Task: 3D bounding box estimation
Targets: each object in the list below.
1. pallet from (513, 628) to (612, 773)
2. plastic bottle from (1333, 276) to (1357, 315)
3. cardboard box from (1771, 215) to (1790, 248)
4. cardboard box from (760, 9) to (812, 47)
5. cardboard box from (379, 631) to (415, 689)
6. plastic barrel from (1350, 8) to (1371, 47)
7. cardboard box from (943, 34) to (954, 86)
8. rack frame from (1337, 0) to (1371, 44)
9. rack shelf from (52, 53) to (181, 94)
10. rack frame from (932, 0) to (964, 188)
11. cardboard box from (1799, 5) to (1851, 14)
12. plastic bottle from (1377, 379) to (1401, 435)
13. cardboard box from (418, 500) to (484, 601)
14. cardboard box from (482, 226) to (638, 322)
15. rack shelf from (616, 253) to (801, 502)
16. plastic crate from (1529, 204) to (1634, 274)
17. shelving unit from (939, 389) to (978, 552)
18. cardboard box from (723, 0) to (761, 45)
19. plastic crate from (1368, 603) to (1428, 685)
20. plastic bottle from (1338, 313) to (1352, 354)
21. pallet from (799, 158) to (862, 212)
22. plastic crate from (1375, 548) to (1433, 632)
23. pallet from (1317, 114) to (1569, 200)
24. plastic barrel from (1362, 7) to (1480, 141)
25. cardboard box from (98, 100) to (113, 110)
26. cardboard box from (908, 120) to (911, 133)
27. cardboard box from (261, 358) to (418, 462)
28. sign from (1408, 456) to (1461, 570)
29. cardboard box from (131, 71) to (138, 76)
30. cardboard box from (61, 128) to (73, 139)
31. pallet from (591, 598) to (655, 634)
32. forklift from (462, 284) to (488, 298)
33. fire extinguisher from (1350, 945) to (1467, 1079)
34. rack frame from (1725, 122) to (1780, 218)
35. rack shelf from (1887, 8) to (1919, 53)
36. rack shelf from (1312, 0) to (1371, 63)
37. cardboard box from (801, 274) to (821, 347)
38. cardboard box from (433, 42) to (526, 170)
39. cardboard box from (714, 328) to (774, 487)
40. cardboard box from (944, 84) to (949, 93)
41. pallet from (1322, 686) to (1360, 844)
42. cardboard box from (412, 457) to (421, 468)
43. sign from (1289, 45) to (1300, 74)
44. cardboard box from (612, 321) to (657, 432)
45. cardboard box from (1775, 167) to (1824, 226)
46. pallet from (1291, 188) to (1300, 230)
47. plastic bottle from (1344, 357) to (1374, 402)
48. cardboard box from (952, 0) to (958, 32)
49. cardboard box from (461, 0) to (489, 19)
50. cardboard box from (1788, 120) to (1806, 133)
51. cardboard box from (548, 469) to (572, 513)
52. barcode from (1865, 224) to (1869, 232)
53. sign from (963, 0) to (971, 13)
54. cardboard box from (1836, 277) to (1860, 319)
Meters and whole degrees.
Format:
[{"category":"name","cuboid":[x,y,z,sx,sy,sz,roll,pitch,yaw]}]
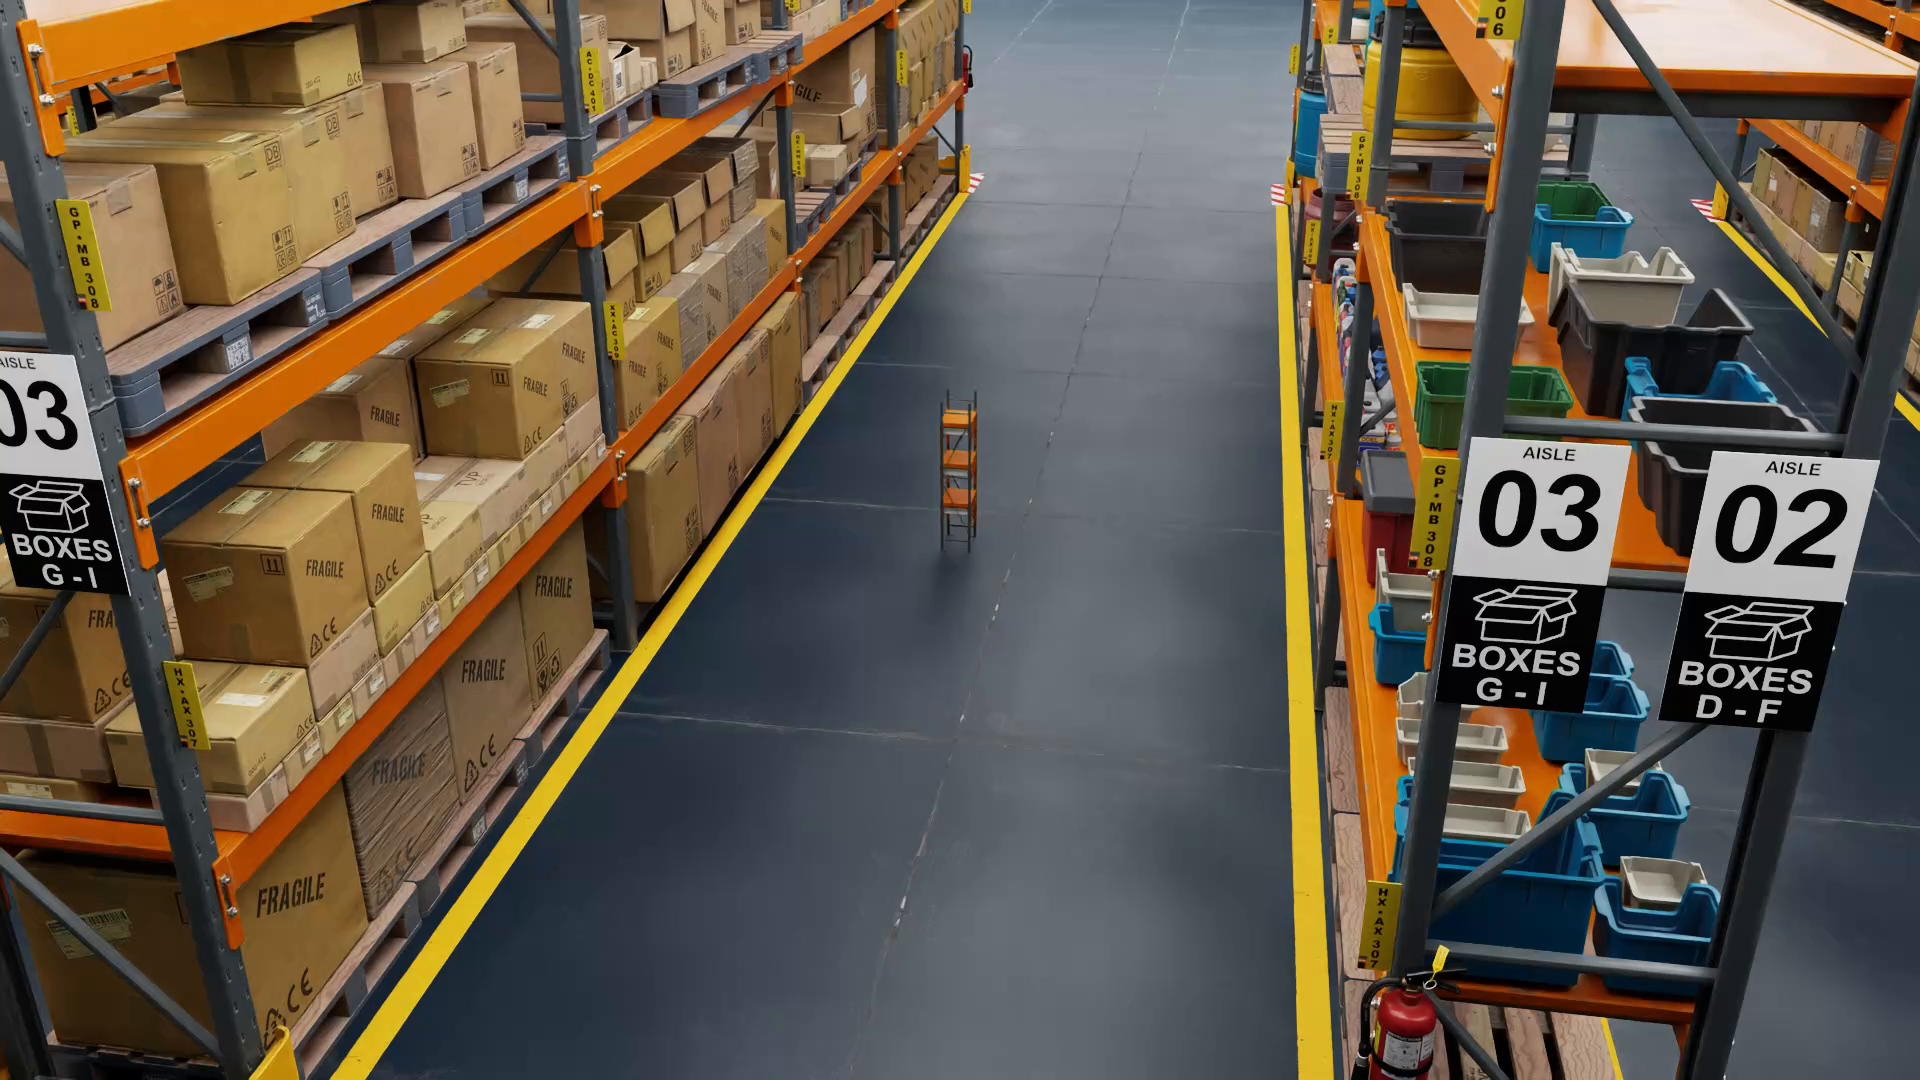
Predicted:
[{"category":"pallet","cuboid":[-2.622,0.833,9.222,1.003,0.211,1.213,4,25,9]},{"category":"plastic bottle","cuboid":[2.655,-1.664,11.413,0.152,0.276,0.135,4,25,9]},{"category":"cardboard box","cuboid":[8.760,-3.182,17.259,0.500,0.250,0.500,4,25,9]},{"category":"cardboard box","cuboid":[-1.439,-3.885,12.651,0.500,0.250,0.500,4,25,9]},{"category":"cardboard box","cuboid":[-2.524,0.489,6.964,0.380,0.149,0.250,4,25,7]},{"category":"plastic barrel","cuboid":[3.097,-3.916,12.704,0.301,0.262,0.301,0,25,0]},{"category":"cardboard box","cuboid":[-0.539,-5.496,18.984,0.875,0.500,0.500,4,25,9]},{"category":"rack frame","cuboid":[3.120,-4.790,10.868,1.000,3.000,0.127,4,25,9]},{"category":"rack shelf","cuboid":[-6.970,-2.998,11.426,1.077,0.370,4.000,4,25,9]},{"category":"rack frame","cuboid":[-0.459,-5.762,20.021,1.000,3.000,0.127,4,25,9]},{"category":"cardboard box","cuboid":[9.135,-5.270,17.321,0.700,0.500,0.500,3,25,7]},{"category":"plastic bottle","cuboid":[2.436,-0.774,9.424,0.144,0.351,0.185,4,25,9]},{"category":"cardboard box","cuboid":[-2.485,0.035,7.463,0.500,0.250,0.500,4,25,7]},{"category":"cardboard box","cuboid":[-2.324,-1.510,9.636,0.797,0.503,0.637,3,25,7]},{"category":"rack shelf","cuboid":[-2.093,-1.253,11.238,1.077,0.370,4.000,4,25,9]},{"category":"plastic crate","cuboid":[2.632,-1.279,7.104,0.416,0.233,0.300,4,25,9]},{"category":"shelving unit","cuboid":[-0.009,-0.453,10.980,0.215,1.050,0.252,4,25,9]},{"category":"cardboard box","cuboid":[-1.795,-3.751,11.570,0.797,0.503,0.637,6,26,12]},{"category":"plastic crate","cuboid":[1.895,0.445,6.887,0.416,0.233,0.300,4,25,9]},{"category":"plastic bottle","cuboid":[2.496,-1.326,10.696,0.097,0.271,0.097,0,25,0]},{"category":"pallet","cuboid":[-1.483,-3.160,14.688,1.003,0.211,1.213,4,25,9]},{"category":"plastic crate","cuboid":[2.035,0.253,7.241,0.437,0.282,0.530,4,25,9]},{"category":"pallet","cuboid":[2.498,-2.007,8.684,1.213,0.211,1.003,4,25,9]},{"category":"plastic barrel","cuboid":[2.415,-2.429,8.646,0.600,0.588,0.600,0,25,0]},{"category":"cardboard box","cuboid":[-10.192,-5.300,20.133,0.380,0.149,0.250,5,26,11]},{"category":"cardboard box","cuboid":[-0.714,-4.254,17.096,0.380,0.149,0.250,4,25,9]},{"category":"cardboard box","cuboid":[-2.919,-0.543,7.814,0.500,0.500,0.500,3,25,7]},{"category":"sign","cuboid":[1.267,-0.069,4.444,0.100,0.325,0.005,4,25,9]},{"category":"cardboard box","cuboid":[-10.274,-5.737,20.264,0.380,0.149,0.250,4,25,9]},{"category":"cardboard box","cuboid":[-10.451,-4.512,19.216,0.500,0.500,0.500,5,26,11]},{"category":"pallet","cuboid":[-2.368,0.192,10.590,1.003,0.211,1.213,4,25,9]},{"category":"forklift","cuboid":[-4.692,-2.449,13.025,3.031,2.935,1.130,21,32,38]},{"category":"fire extinguisher","cuboid":[1.339,1.509,5.019,0.296,0.674,0.183,4,25,9]},{"category":"rack frame","cuboid":[9.313,-5.074,18.551,1.000,3.000,0.127,4,25,9]},{"category":"rack shelf","cuboid":[8.333,-3.597,12.706,1.077,0.370,4.000,4,25,9]},{"category":"rack shelf","cuboid":[3.447,-3.942,13.443,1.077,0.370,4.000,4,25,9]},{"category":"cardboard box","cuboid":[-1.599,-1.997,14.408,0.700,0.500,0.500,2,25,4]},{"category":"cardboard box","cuboid":[-2.489,-2.051,7.823,0.700,0.500,0.500,3,25,5]},{"category":"cardboard box","cuboid":[-2.053,-0.984,11.825,1.225,0.875,0.875,4,25,9]},{"category":"cardboard box","cuboid":[-0.334,-5.302,19.334,0.380,0.149,0.250,4,25,9]},{"category":"pallet","cuboid":[2.384,1.174,8.494,1.003,0.211,1.213,4,25,9]},{"category":"cardboard box","cuboid":[-2.921,-0.206,7.979,0.500,0.250,0.500,5,25,10]},{"category":"sign","cuboid":[3.885,-5.584,19.314,0.100,0.325,0.005,4,25,9]},{"category":"cardboard box","cuboid":[-2.098,-0.963,9.651,0.500,0.500,0.500,4,25,9]},{"category":"cardboard box","cuboid":[8.759,-3.522,17.100,0.500,0.500,0.500,4,25,9]},{"category":"pallet","cuboid":[4.323,-3.781,19.079,1.003,0.211,1.213,4,25,9]},{"category":"plastic bottle","cuboid":[2.376,-0.951,9.889,0.152,0.276,0.135,4,25,9]},{"category":"cardboard box","cuboid":[-0.305,-6.147,19.196,0.500,0.500,0.500,4,25,9]},{"category":"cardboard box","cuboid":[-5.696,-5.638,18.306,0.875,0.550,0.550,4,25,9]},{"category":"cardboard box","cuboid":[9.057,-4.497,17.202,0.700,0.500,0.500,4,25,9]},{"category":"cardboard box","cuboid":[-2.231,-0.264,8.571,0.380,0.149,0.250,4,25,8]},{"category":"barcode","cuboid":[8.207,-2.825,15.044,0.001,0.075,0.075,4,25,9]},{"category":"sign","cuboid":[0.085,-6.382,19.608,0.100,0.325,0.005,4,25,9]},{"category":"cardboard box","cuboid":[8.349,-2.194,15.147,0.500,0.250,0.500,3,25,7]}]
